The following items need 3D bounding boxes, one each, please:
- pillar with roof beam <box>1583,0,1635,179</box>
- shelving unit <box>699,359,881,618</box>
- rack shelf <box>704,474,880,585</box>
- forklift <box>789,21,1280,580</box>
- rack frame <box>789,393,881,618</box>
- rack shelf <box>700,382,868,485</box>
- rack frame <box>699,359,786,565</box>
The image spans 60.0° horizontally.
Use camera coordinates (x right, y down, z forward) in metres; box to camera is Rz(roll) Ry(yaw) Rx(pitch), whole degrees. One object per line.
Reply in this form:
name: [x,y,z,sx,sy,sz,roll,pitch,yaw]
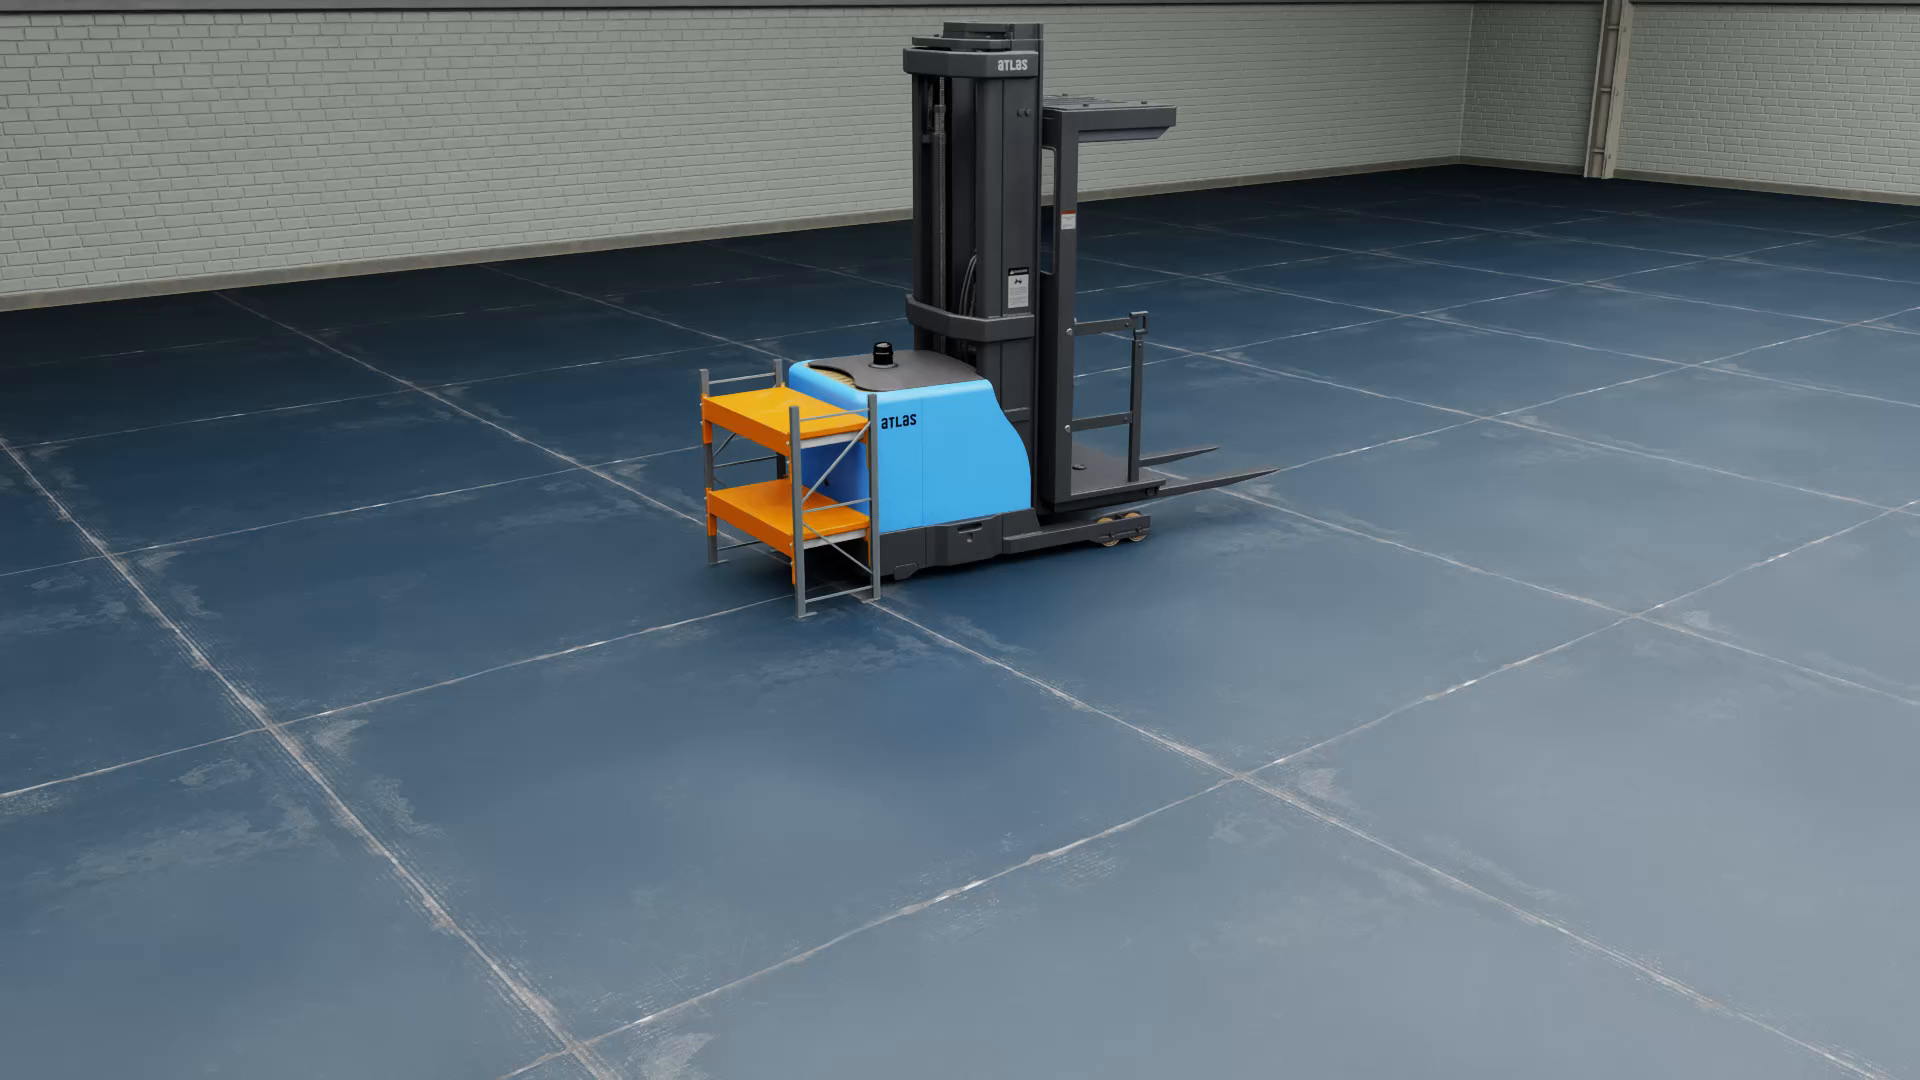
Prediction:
pillar with roof beam: [7.721,-9.735,24.946,9.100,9.000,0.400,-14,23,-36]
shelving unit: [-0.927,-0.307,8.999,0.538,1.125,1.048,-12,22,-32]
rack shelf: [-0.927,-0.074,9.076,0.538,0.278,1.000,-12,22,-32]
forklift: [0.543,-1.488,9.693,3.031,2.935,1.130,-10,21,-28]
rack frame: [-0.640,-0.175,8.601,0.500,1.125,0.032,-12,22,-32]
rack shelf: [-0.927,-0.584,8.907,0.538,0.278,1.000,-12,22,-32]
rack frame: [-1.215,-0.438,9.397,0.500,1.125,0.032,-12,22,-32]
